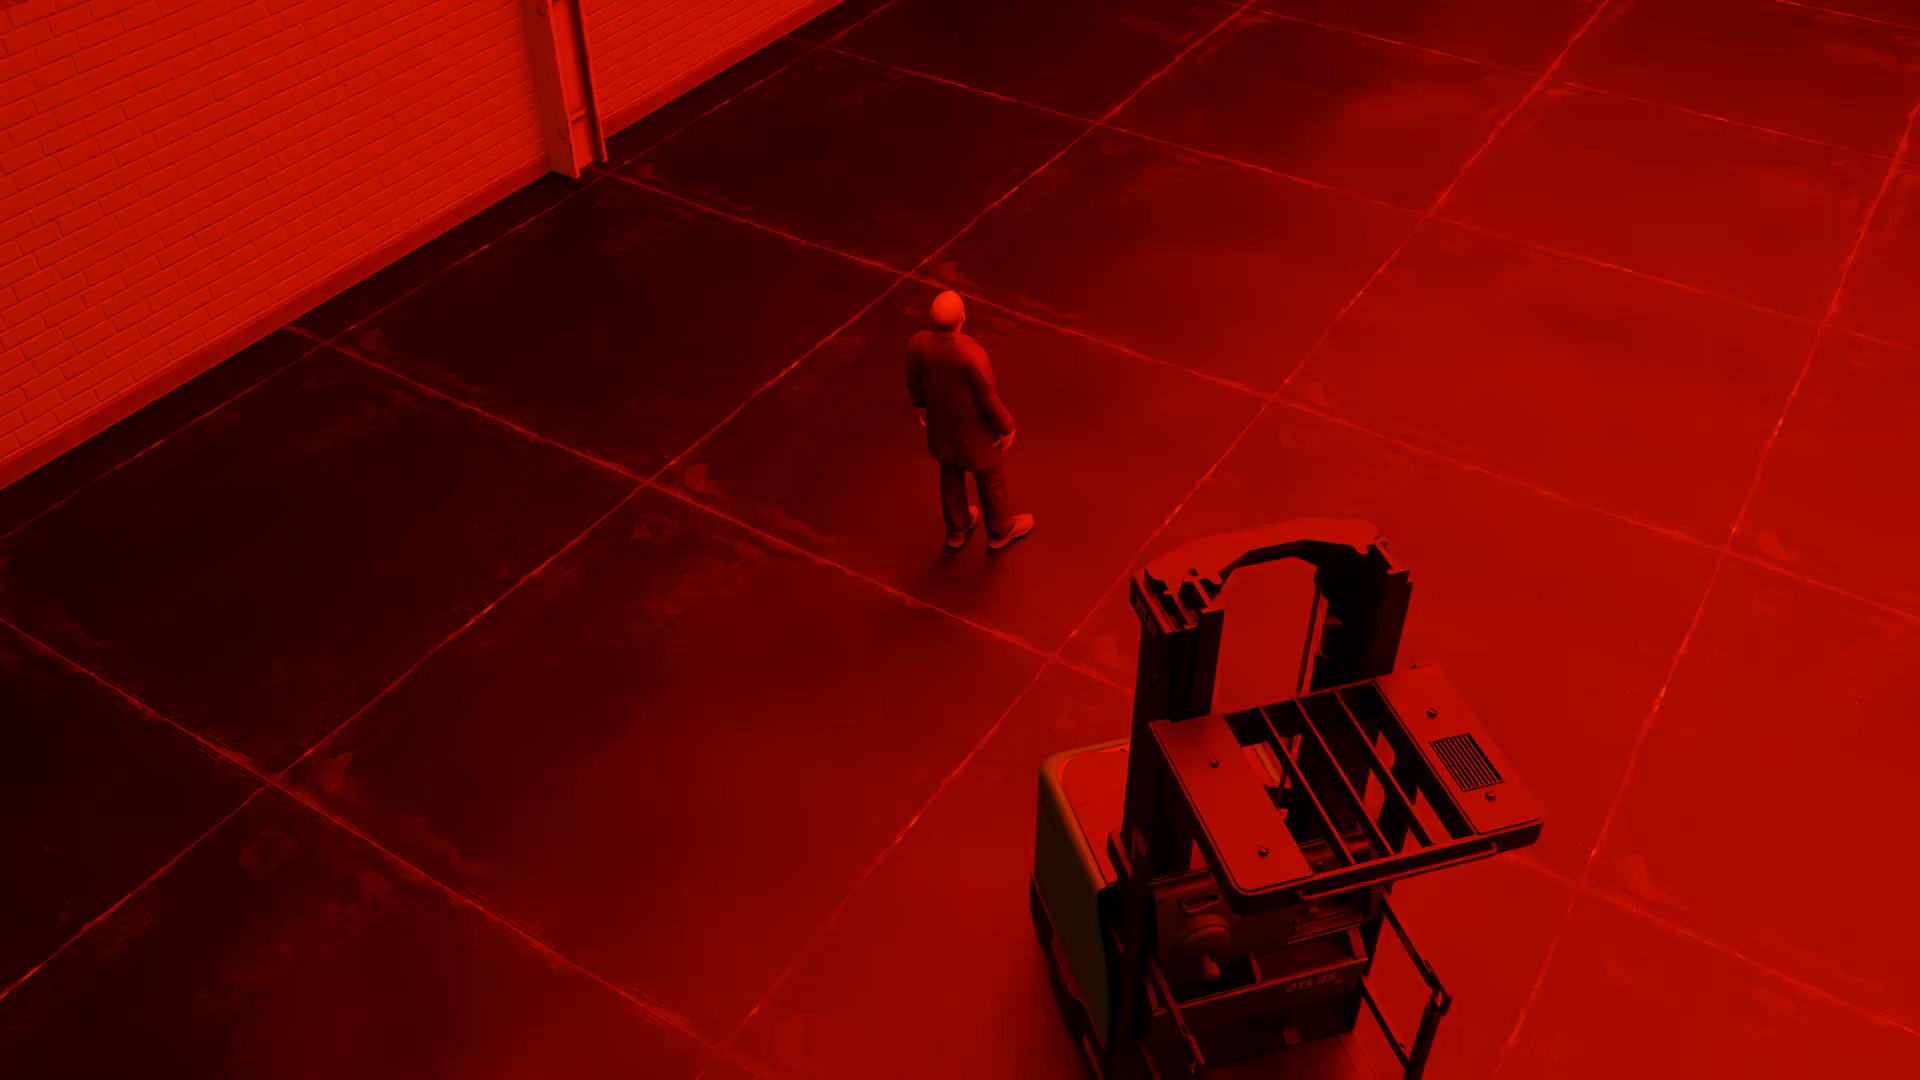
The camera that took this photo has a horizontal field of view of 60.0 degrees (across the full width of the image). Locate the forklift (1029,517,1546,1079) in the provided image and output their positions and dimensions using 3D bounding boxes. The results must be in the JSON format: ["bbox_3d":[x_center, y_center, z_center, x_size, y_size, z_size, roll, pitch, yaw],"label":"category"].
[{"bbox_3d":[1.244,1.494,6.204,1.130,2.935,3.031,-11,41,-13],"label":"forklift"}]

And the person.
[{"bbox_3d":[0.058,-0.731,9.710,0.686,1.778,0.579,22,45,24],"label":"person"}]
